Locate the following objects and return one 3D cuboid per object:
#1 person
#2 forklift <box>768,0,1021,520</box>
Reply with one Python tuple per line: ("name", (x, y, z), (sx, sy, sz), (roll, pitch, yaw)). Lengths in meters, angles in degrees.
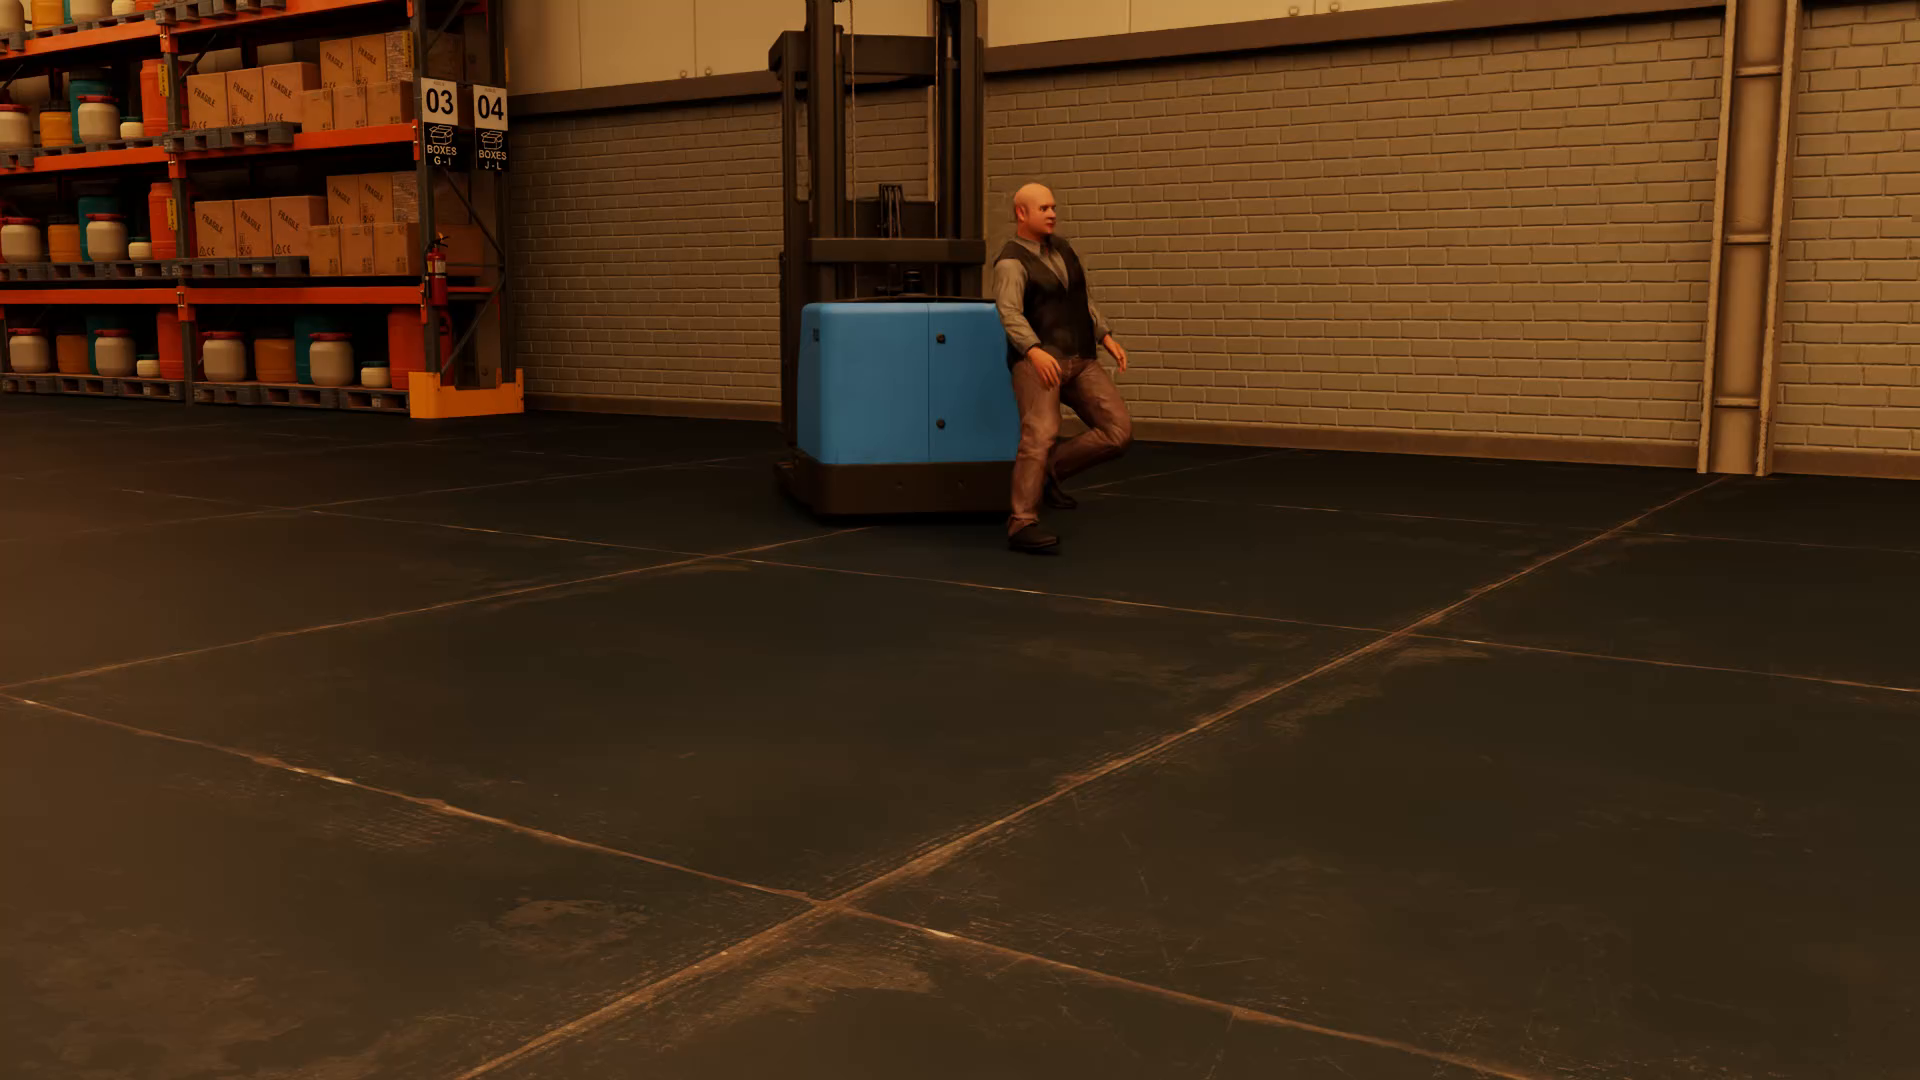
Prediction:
("person", (0.445, -0.787, 7.470), (0.772, 1.614, 0.684), (-7, 10, -39))
("forklift", (-0.469, -1.722, 9.300), (1.130, 2.935, 3.031), (-2, 8, -12))
